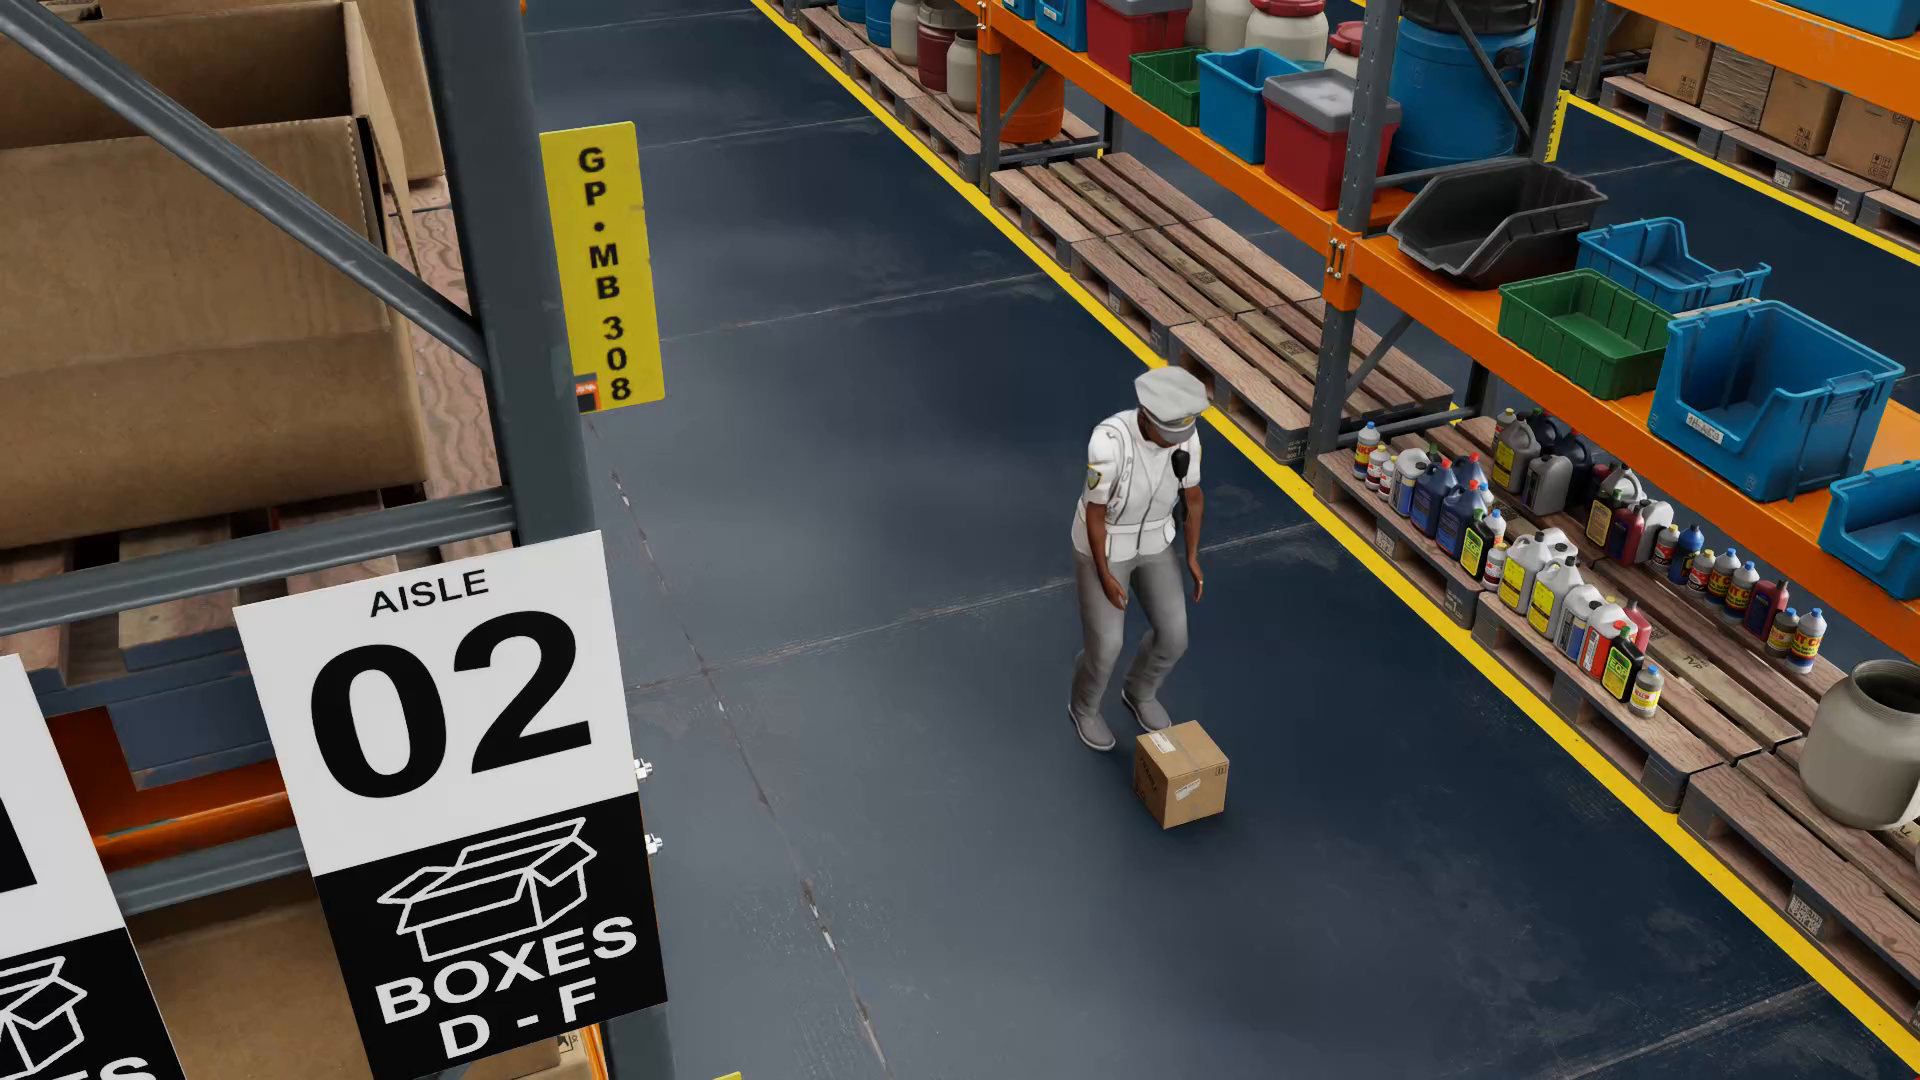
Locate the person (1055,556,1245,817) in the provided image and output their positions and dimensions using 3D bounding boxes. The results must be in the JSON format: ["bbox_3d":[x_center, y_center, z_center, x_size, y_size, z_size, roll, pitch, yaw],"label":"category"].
[{"bbox_3d":[0.699,0.500,6.229,0.457,0.766,0.926,-14,36,-20],"label":"person"}]
